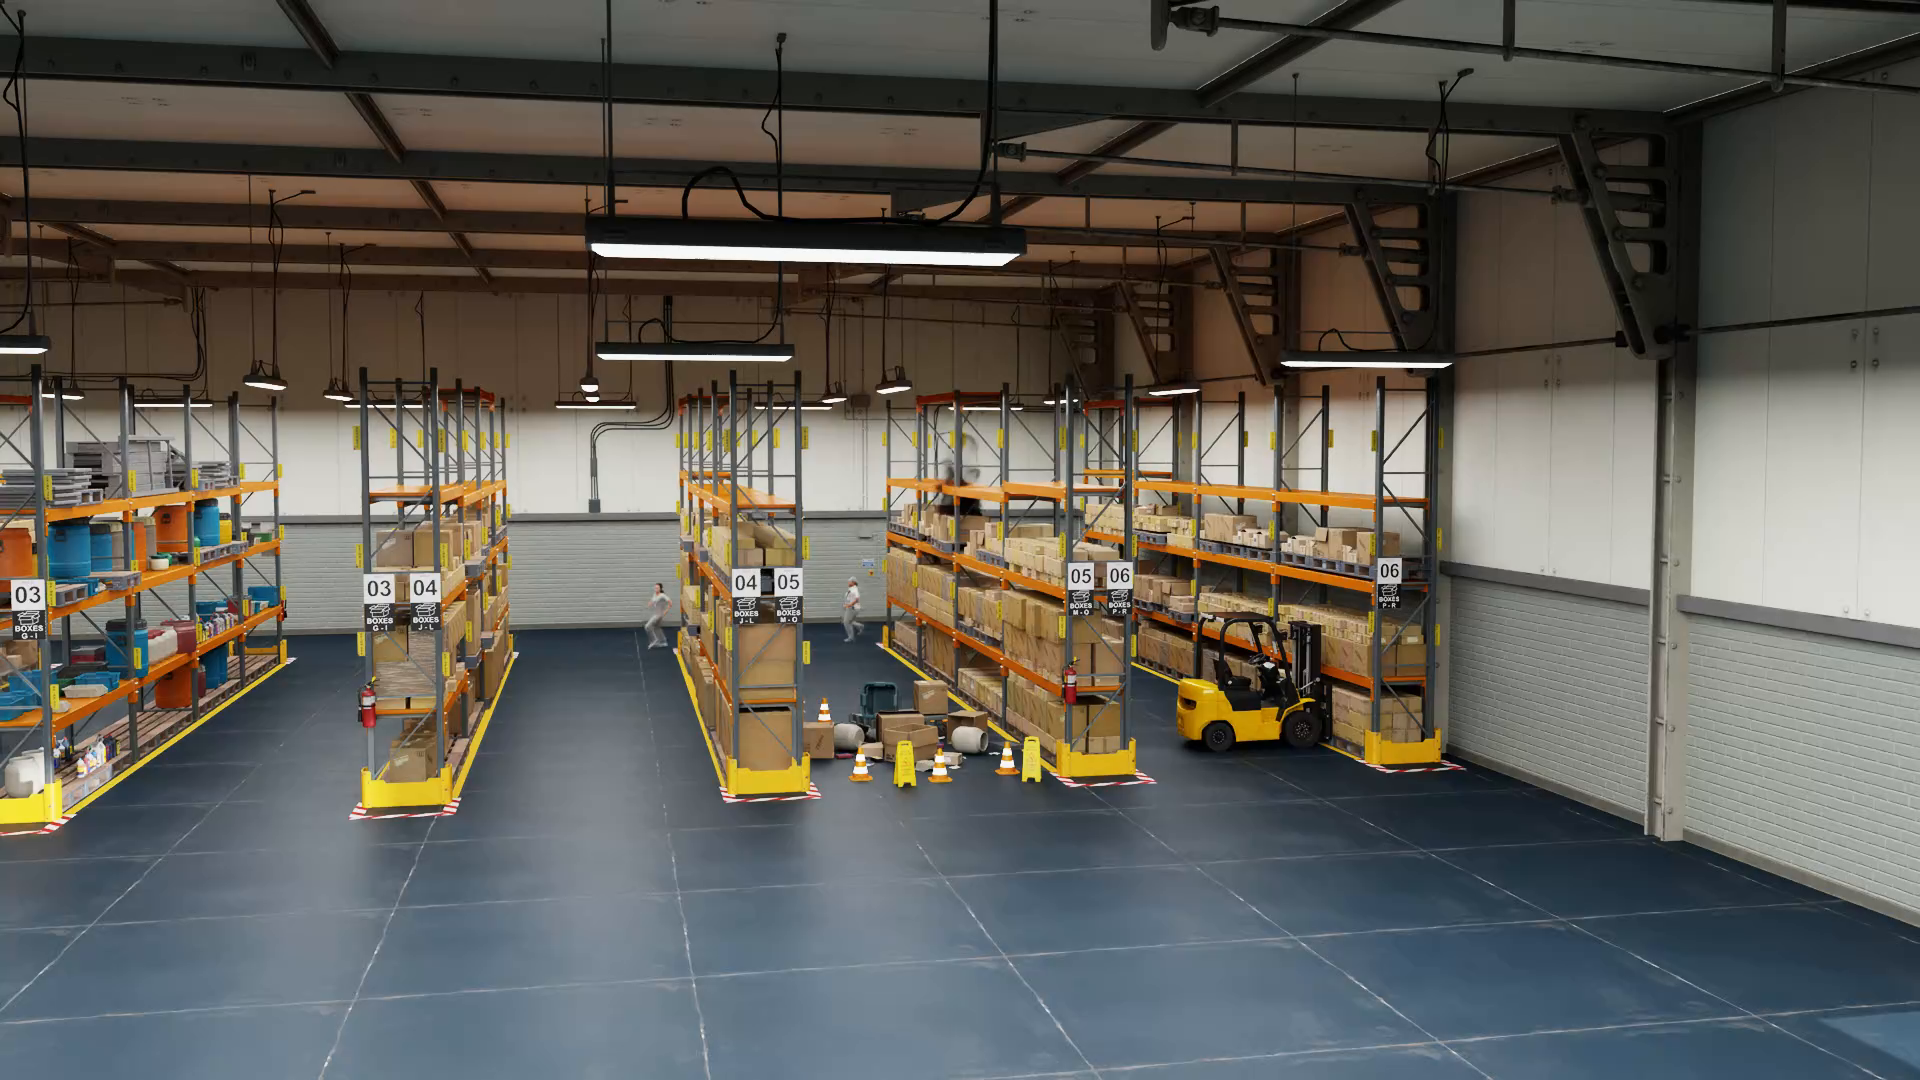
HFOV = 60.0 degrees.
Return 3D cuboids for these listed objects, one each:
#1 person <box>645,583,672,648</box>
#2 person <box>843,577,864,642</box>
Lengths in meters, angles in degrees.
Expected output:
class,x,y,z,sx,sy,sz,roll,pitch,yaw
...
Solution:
class,x,y,z,sx,sy,sz,roll,pitch,yaw
person,-7.291,1.823,40.152,0.694,1.609,0.717,-3,4,-39
person,-2.650,1.733,41.577,0.561,1.624,0.622,-1,3,-11
